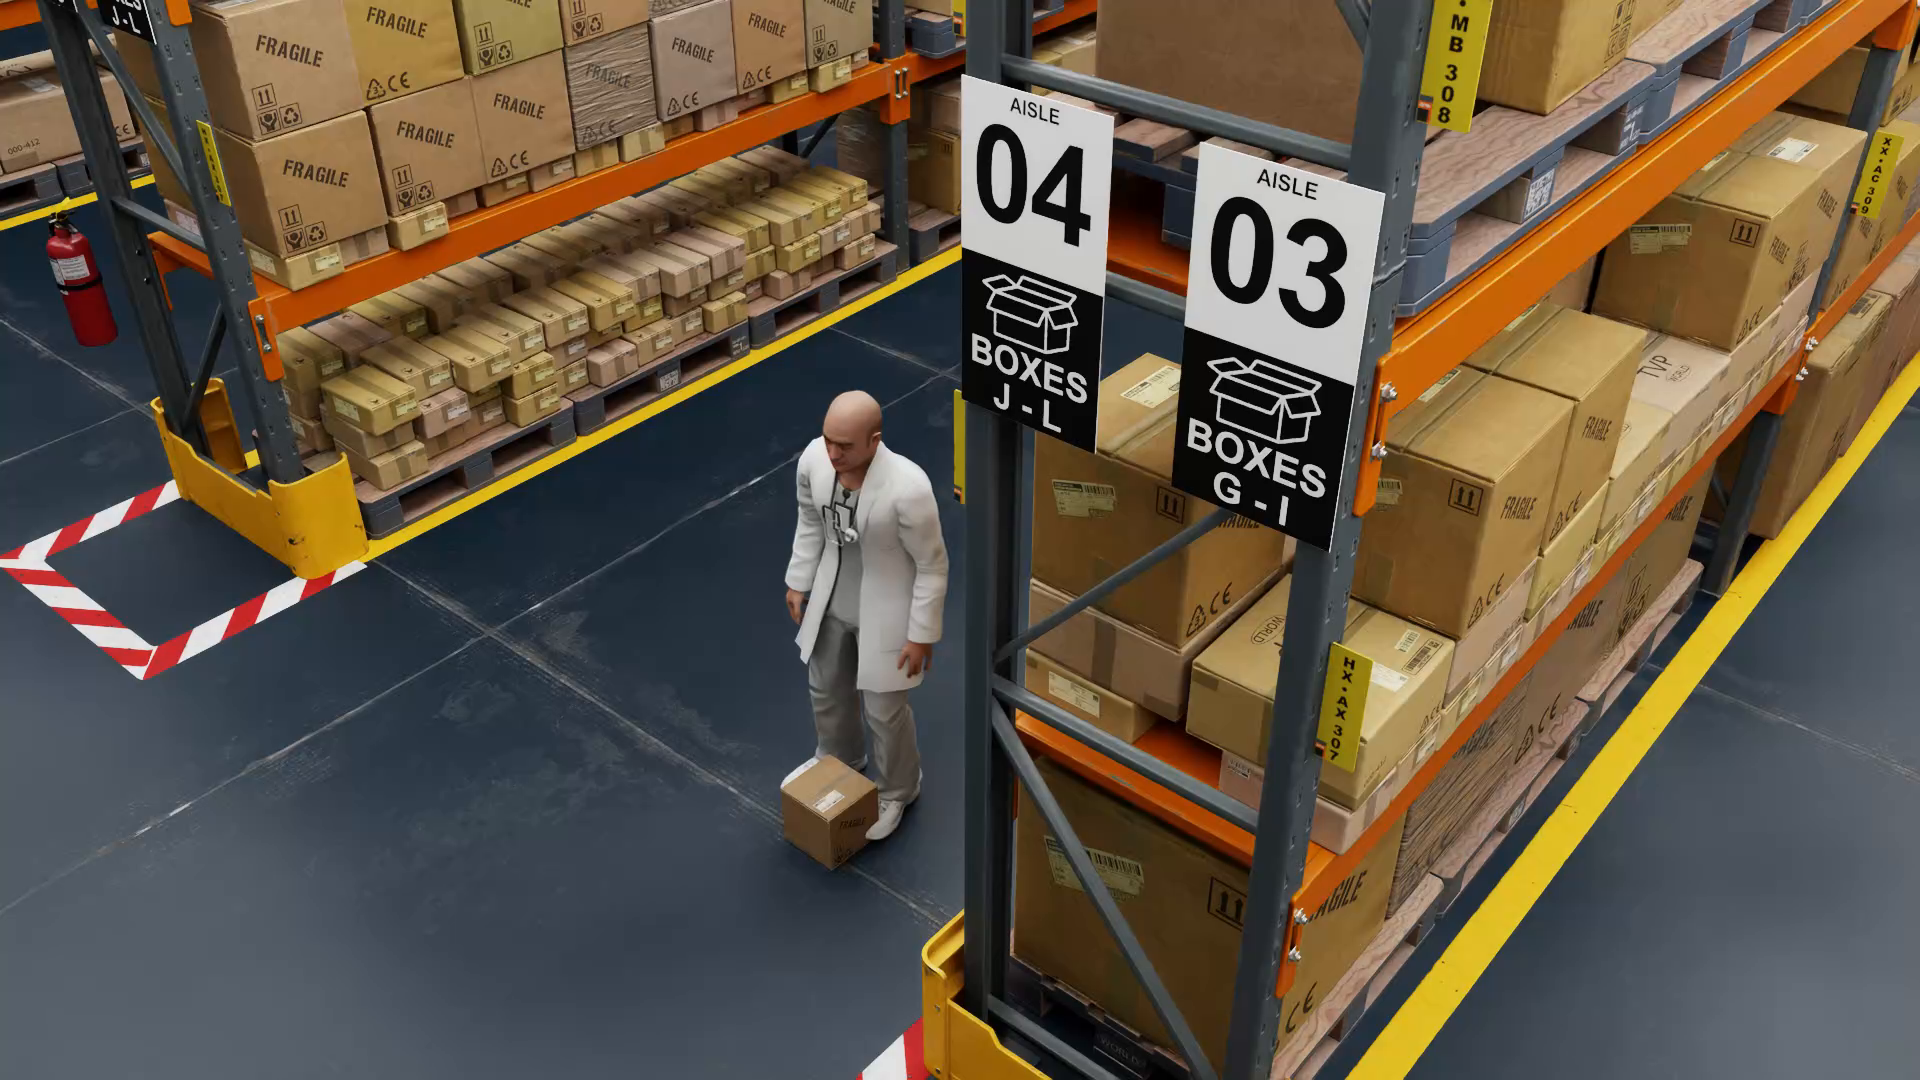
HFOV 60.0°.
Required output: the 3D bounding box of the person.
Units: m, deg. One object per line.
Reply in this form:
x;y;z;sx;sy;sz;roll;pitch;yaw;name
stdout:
-0.333;0.246;5.800;0.655;1.775;0.423;22;40;29;person
